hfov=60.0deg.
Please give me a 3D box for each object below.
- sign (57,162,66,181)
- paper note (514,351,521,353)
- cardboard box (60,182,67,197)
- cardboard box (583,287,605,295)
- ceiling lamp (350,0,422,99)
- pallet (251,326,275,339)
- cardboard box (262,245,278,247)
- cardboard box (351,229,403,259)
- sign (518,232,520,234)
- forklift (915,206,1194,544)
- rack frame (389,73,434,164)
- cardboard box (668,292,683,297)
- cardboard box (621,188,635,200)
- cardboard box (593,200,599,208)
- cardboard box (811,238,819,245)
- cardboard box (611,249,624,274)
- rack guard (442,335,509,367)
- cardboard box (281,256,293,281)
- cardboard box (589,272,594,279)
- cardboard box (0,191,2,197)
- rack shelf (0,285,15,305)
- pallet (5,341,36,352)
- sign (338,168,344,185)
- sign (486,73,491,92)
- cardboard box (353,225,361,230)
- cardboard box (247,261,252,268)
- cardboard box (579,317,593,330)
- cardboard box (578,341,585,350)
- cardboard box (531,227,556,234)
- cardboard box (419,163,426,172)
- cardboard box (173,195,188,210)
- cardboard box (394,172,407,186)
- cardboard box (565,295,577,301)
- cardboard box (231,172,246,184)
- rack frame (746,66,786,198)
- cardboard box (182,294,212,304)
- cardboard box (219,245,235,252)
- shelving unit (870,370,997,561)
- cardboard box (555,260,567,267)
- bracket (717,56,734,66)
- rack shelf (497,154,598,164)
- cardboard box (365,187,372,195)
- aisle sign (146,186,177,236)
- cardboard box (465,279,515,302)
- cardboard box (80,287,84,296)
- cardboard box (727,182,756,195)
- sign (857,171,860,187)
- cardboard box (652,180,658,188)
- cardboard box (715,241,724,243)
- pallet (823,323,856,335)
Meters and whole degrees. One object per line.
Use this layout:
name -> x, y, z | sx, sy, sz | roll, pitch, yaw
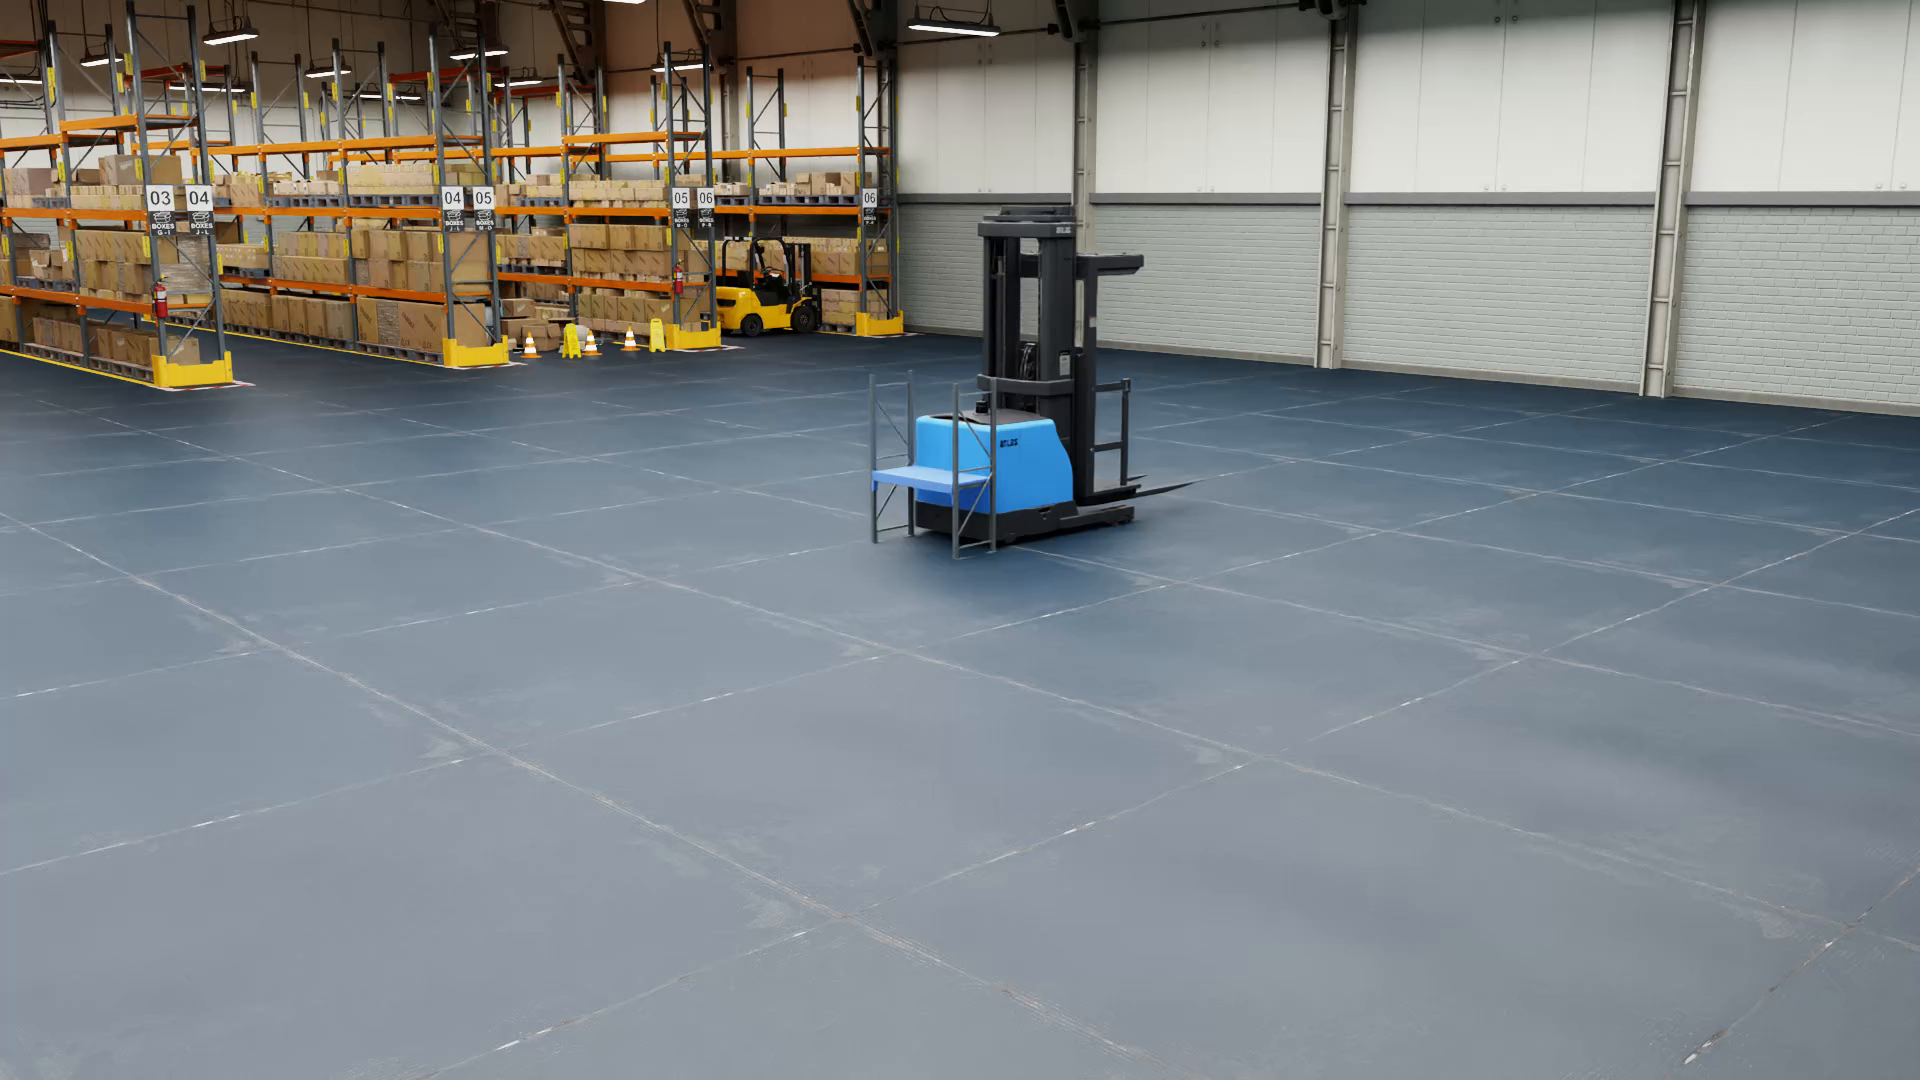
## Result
sign -> -15.733, -6.455, 29.116 | 0.100, 0.325, 0.005 | -11, 16, -43
paper note -> -8.740, -3.714, 32.867 | 0.144, 0.017, 0.142 | -5, 13, -23
cardboard box -> -16.055, -6.349, 30.155 | 0.396, 0.266, 0.258 | -10, 15, -41
cardboard box -> -7.911, -5.392, 35.955 | 0.380, 0.149, 0.250 | -11, 16, -42
ceiling lamp -> -16.401, -14.306, 47.581 | 2.000, 3.185, 0.800 | -11, 16, -43
pallet -> -14.977, -4.626, 36.841 | 1.003, 0.211, 1.213 | -11, 16, -43
cardboard box -> -15.342, -6.499, 37.130 | 0.380, 0.149, 0.250 | -10, 15, -40
cardboard box -> -11.447, -5.837, 32.763 | 0.875, 0.550, 0.550 | -11, 16, -43
sign -> -10.543, -7.187, 39.690 | 0.100, 0.325, 0.005 | -11, 16, -43
forklift -> 1.005, -1.631, 15.566 | 3.031, 2.935, 1.130 | -11, 16, -42
rack frame -> -13.691, -10.104, 41.653 | 1.000, 3.000, 0.127 | -11, 16, -43
cardboard box -> -6.920, -6.224, 42.531 | 0.875, 0.625, 0.625 | -10, 15, -41
cardboard box -> -6.660, -7.141, 34.342 | 0.500, 0.250, 0.500 | -10, 16, -41
cardboard box -> -7.593, -7.156, 35.399 | 0.380, 0.149, 0.250 | -10, 15, -41
cardboard box -> -3.170, -6.814, 37.960 | 0.380, 0.149, 0.250 | -10, 16, -41
cardboard box -> -7.000, -5.874, 35.002 | 0.500, 0.500, 0.500 | -11, 16, -42
rack guard -> -8.898, -3.482, 30.573 | 1.175, 0.500, 0.348 | -11, 16, -43
cardboard box -> -13.971, -5.749, 35.136 | 0.500, 0.500, 0.500 | -11, 16, -43
cardboard box -> -7.763, -5.720, 35.865 | 0.380, 0.149, 0.250 | -11, 16, -43
cardboard box -> -18.569, -7.005, 32.750 | 0.797, 0.503, 0.637 | -10, 15, -39
rack shelf -> -19.477, -5.140, 34.211 | 1.077, 0.370, 4.000 | -11, 16, -43
pallet -> -18.586, -3.961, 33.613 | 1.003, 0.211, 1.213 | -11, 16, -43
sign -> -12.062, -7.093, 32.411 | 0.100, 0.325, 0.005 | -11, 16, -43
sign -> -8.508, -8.260, 29.993 | 0.100, 0.325, 0.005 | -11, 16, -43
cardboard box -> -15.605, -8.030, 43.727 | 0.500, 0.500, 0.500 | -11, 16, -43
cardboard box -> -15.282, -6.004, 36.204 | 0.380, 0.149, 0.250 | -11, 16, -43
cardboard box -> -7.954, -4.733, 36.226 | 0.500, 0.250, 0.500 | 11, 16, 43
cardboard box -> -7.769, -3.928, 33.607 | 0.380, 0.149, 0.250 | -3, 12, -13
cardboard box -> -11.711, -8.559, 46.795 | 0.500, 0.500, 0.500 | -10, 16, -41
cardboard box -> -9.564, -6.740, 30.115 | 0.380, 0.149, 0.250 | -11, 16, -42
cardboard box -> -12.717, -5.535, 27.283 | 0.500, 0.250, 0.500 | -10, 15, -41
cardboard box -> -10.145, -6.685, 30.837 | 0.500, 0.250, 0.500 | -11, 16, -43
cardboard box -> -10.701, -6.708, 46.059 | 0.250, 0.149, 0.380 | 11, 16, 43
cardboard box -> -15.809, -7.978, 36.623 | 0.396, 0.266, 0.258 | -11, 16, -43
rack frame -> -4.579, -9.629, 39.346 | 1.000, 3.000, 0.127 | -11, 16, -43
cardboard box -> -12.596, -3.985, 27.443 | 0.380, 0.149, 0.250 | -11, 16, -43
cardboard box -> -16.368, -6.525, 37.256 | 0.380, 0.149, 0.250 | -10, 15, -40
shelving unit -> -0.239, -0.666, 14.427 | 1.048, 1.500, 0.538 | 11, 16, 43
cardboard box -> -8.721, -6.117, 36.752 | 0.380, 0.149, 0.250 | -11, 16, -42
bracket -> -5.759, -11.801, 40.968 | 0.235, 0.232, 0.430 | -11, 16, -43
rack shelf -> -11.485, -10.734, 46.502 | 1.077, 0.370, 4.000 | -11, 16, -43
cardboard box -> -11.147, -6.683, 31.816 | 0.380, 0.149, 0.250 | -11, 16, -43
aisle sign -> -12.745, -5.256, 26.546 | 0.394, 0.787, 0.004 | -11, 16, -43
cardboard box -> -11.345, -5.859, 40.142 | 0.875, 0.875, 0.875 | -11, 16, -43
cardboard box -> -15.403, -4.421, 29.558 | 0.380, 0.149, 0.250 | -11, 16, -43
cardboard box -> -5.255, -8.442, 39.953 | 0.500, 0.311, 0.500 | 11, 16, 43
sign -> -2.218, -7.897, 36.376 | 0.100, 0.325, 0.005 | -11, 16, -43
cardboard box -> -6.001, -7.202, 33.648 | 0.380, 0.149, 0.250 | -11, 16, -42
cardboard box -> -5.879, -7.258, 40.853 | 0.380, 0.149, 0.250 | -11, 16, -42
pallet -> -2.375, -4.847, 37.912 | 1.003, 0.211, 1.213 | -11, 16, -43
